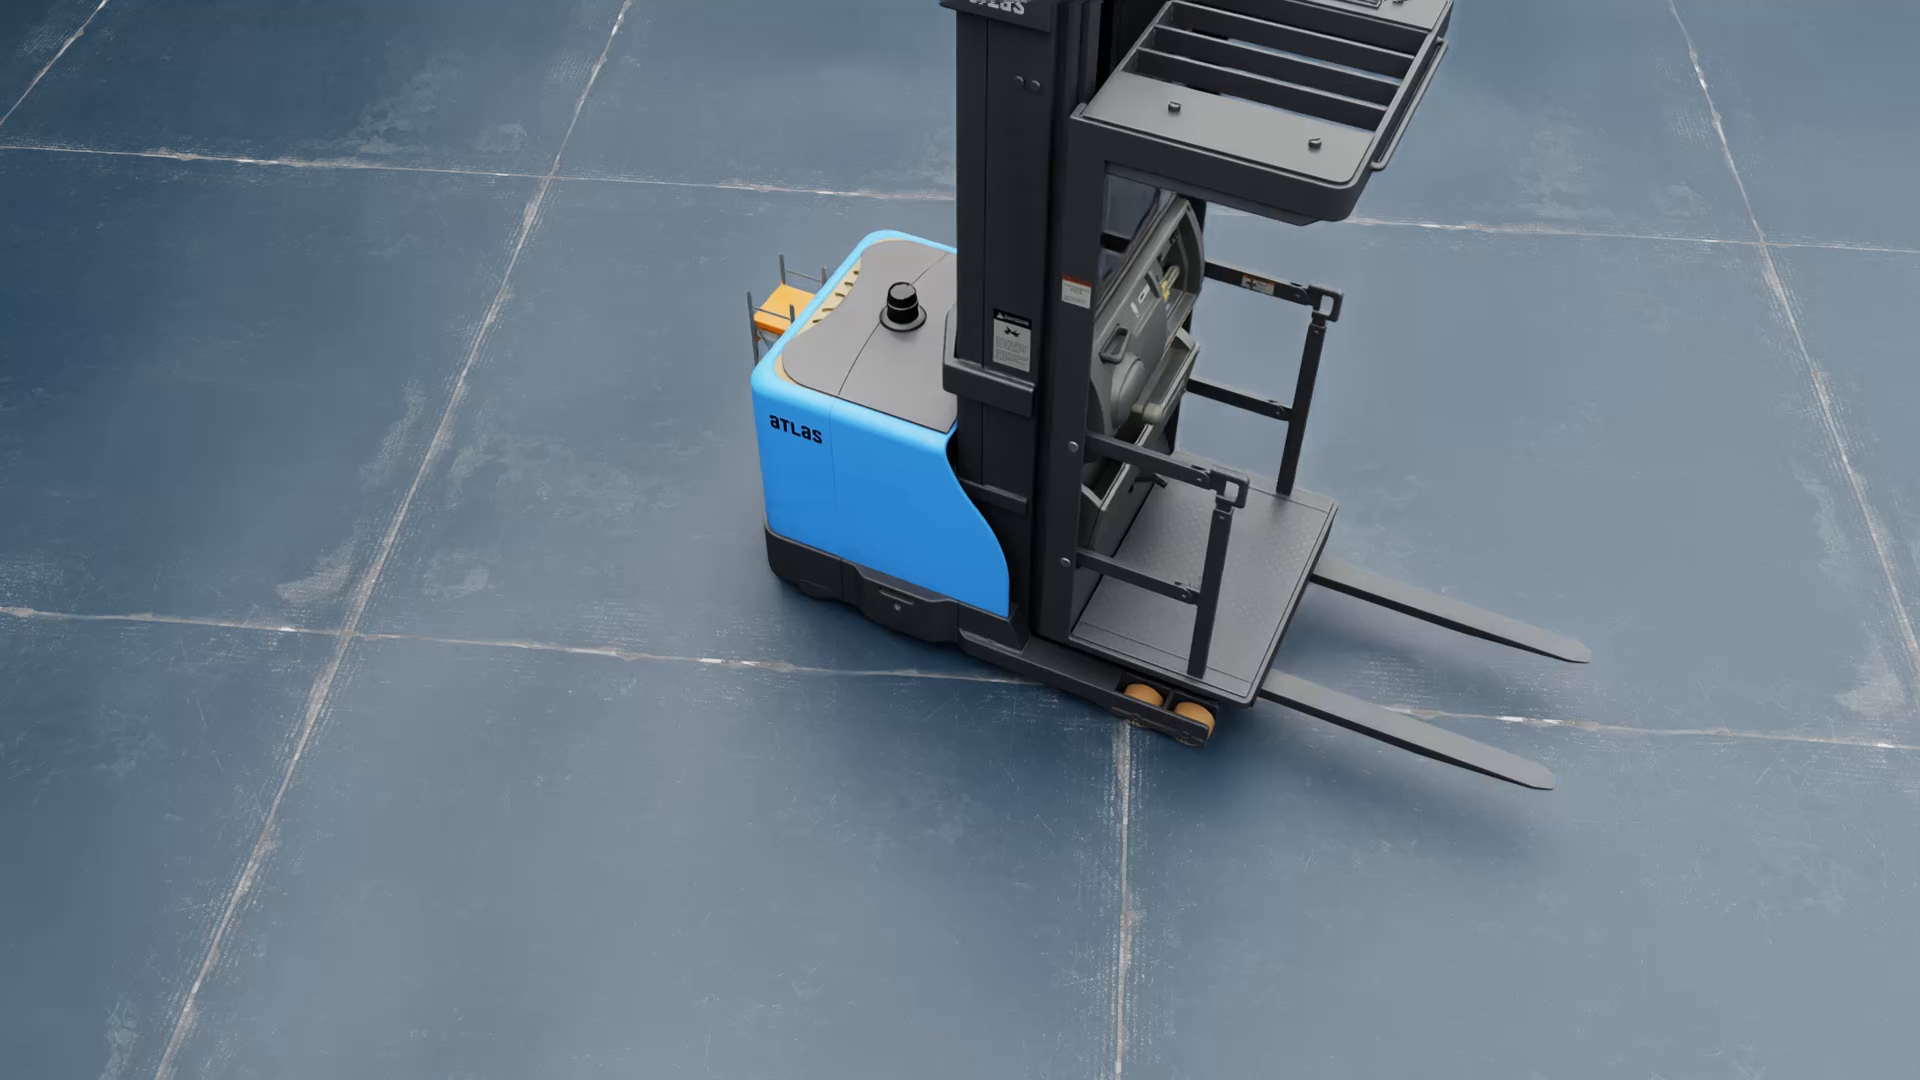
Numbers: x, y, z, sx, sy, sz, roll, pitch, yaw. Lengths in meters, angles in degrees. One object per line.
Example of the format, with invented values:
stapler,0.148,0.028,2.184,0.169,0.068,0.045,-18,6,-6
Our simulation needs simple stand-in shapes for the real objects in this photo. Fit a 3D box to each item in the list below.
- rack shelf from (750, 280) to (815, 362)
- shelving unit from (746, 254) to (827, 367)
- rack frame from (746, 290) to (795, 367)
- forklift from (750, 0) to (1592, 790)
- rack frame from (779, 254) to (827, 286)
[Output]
rack shelf,-0.649,-0.805,6.404,0.215,0.259,0.240,19,50,17
shelving unit,-0.649,-0.620,6.606,0.215,1.050,0.252,19,50,17
rack frame,-0.702,-0.539,6.532,0.200,1.050,0.008,19,50,17
forklift,0.801,-0.691,5.396,3.031,2.935,1.130,19,50,17
rack frame,-0.597,-0.702,6.680,0.200,1.050,0.008,19,50,17
